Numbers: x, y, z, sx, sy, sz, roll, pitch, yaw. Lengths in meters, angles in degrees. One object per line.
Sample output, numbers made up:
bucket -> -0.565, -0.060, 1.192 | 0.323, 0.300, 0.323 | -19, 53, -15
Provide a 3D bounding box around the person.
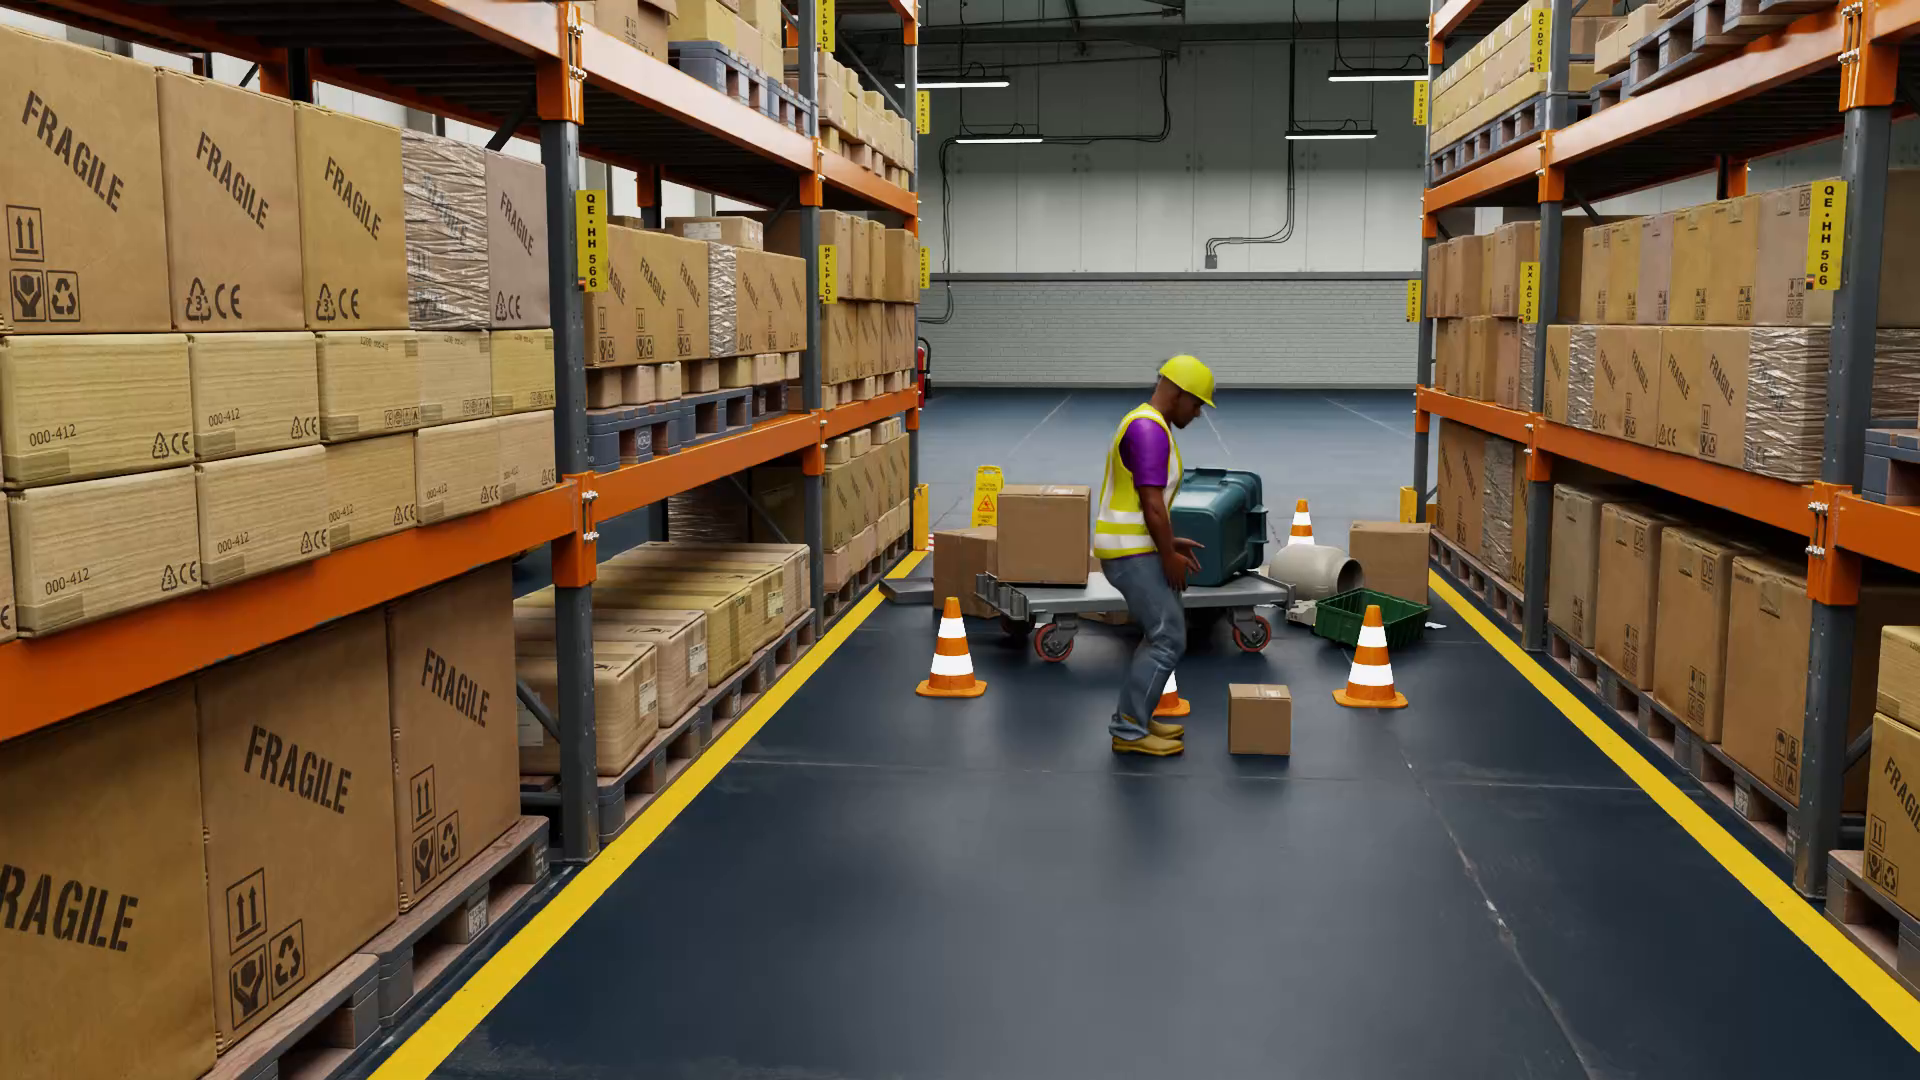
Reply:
person -> 0.831, 0.053, 7.132 | 0.511, 1.682, 0.600 | 1, 8, 8
